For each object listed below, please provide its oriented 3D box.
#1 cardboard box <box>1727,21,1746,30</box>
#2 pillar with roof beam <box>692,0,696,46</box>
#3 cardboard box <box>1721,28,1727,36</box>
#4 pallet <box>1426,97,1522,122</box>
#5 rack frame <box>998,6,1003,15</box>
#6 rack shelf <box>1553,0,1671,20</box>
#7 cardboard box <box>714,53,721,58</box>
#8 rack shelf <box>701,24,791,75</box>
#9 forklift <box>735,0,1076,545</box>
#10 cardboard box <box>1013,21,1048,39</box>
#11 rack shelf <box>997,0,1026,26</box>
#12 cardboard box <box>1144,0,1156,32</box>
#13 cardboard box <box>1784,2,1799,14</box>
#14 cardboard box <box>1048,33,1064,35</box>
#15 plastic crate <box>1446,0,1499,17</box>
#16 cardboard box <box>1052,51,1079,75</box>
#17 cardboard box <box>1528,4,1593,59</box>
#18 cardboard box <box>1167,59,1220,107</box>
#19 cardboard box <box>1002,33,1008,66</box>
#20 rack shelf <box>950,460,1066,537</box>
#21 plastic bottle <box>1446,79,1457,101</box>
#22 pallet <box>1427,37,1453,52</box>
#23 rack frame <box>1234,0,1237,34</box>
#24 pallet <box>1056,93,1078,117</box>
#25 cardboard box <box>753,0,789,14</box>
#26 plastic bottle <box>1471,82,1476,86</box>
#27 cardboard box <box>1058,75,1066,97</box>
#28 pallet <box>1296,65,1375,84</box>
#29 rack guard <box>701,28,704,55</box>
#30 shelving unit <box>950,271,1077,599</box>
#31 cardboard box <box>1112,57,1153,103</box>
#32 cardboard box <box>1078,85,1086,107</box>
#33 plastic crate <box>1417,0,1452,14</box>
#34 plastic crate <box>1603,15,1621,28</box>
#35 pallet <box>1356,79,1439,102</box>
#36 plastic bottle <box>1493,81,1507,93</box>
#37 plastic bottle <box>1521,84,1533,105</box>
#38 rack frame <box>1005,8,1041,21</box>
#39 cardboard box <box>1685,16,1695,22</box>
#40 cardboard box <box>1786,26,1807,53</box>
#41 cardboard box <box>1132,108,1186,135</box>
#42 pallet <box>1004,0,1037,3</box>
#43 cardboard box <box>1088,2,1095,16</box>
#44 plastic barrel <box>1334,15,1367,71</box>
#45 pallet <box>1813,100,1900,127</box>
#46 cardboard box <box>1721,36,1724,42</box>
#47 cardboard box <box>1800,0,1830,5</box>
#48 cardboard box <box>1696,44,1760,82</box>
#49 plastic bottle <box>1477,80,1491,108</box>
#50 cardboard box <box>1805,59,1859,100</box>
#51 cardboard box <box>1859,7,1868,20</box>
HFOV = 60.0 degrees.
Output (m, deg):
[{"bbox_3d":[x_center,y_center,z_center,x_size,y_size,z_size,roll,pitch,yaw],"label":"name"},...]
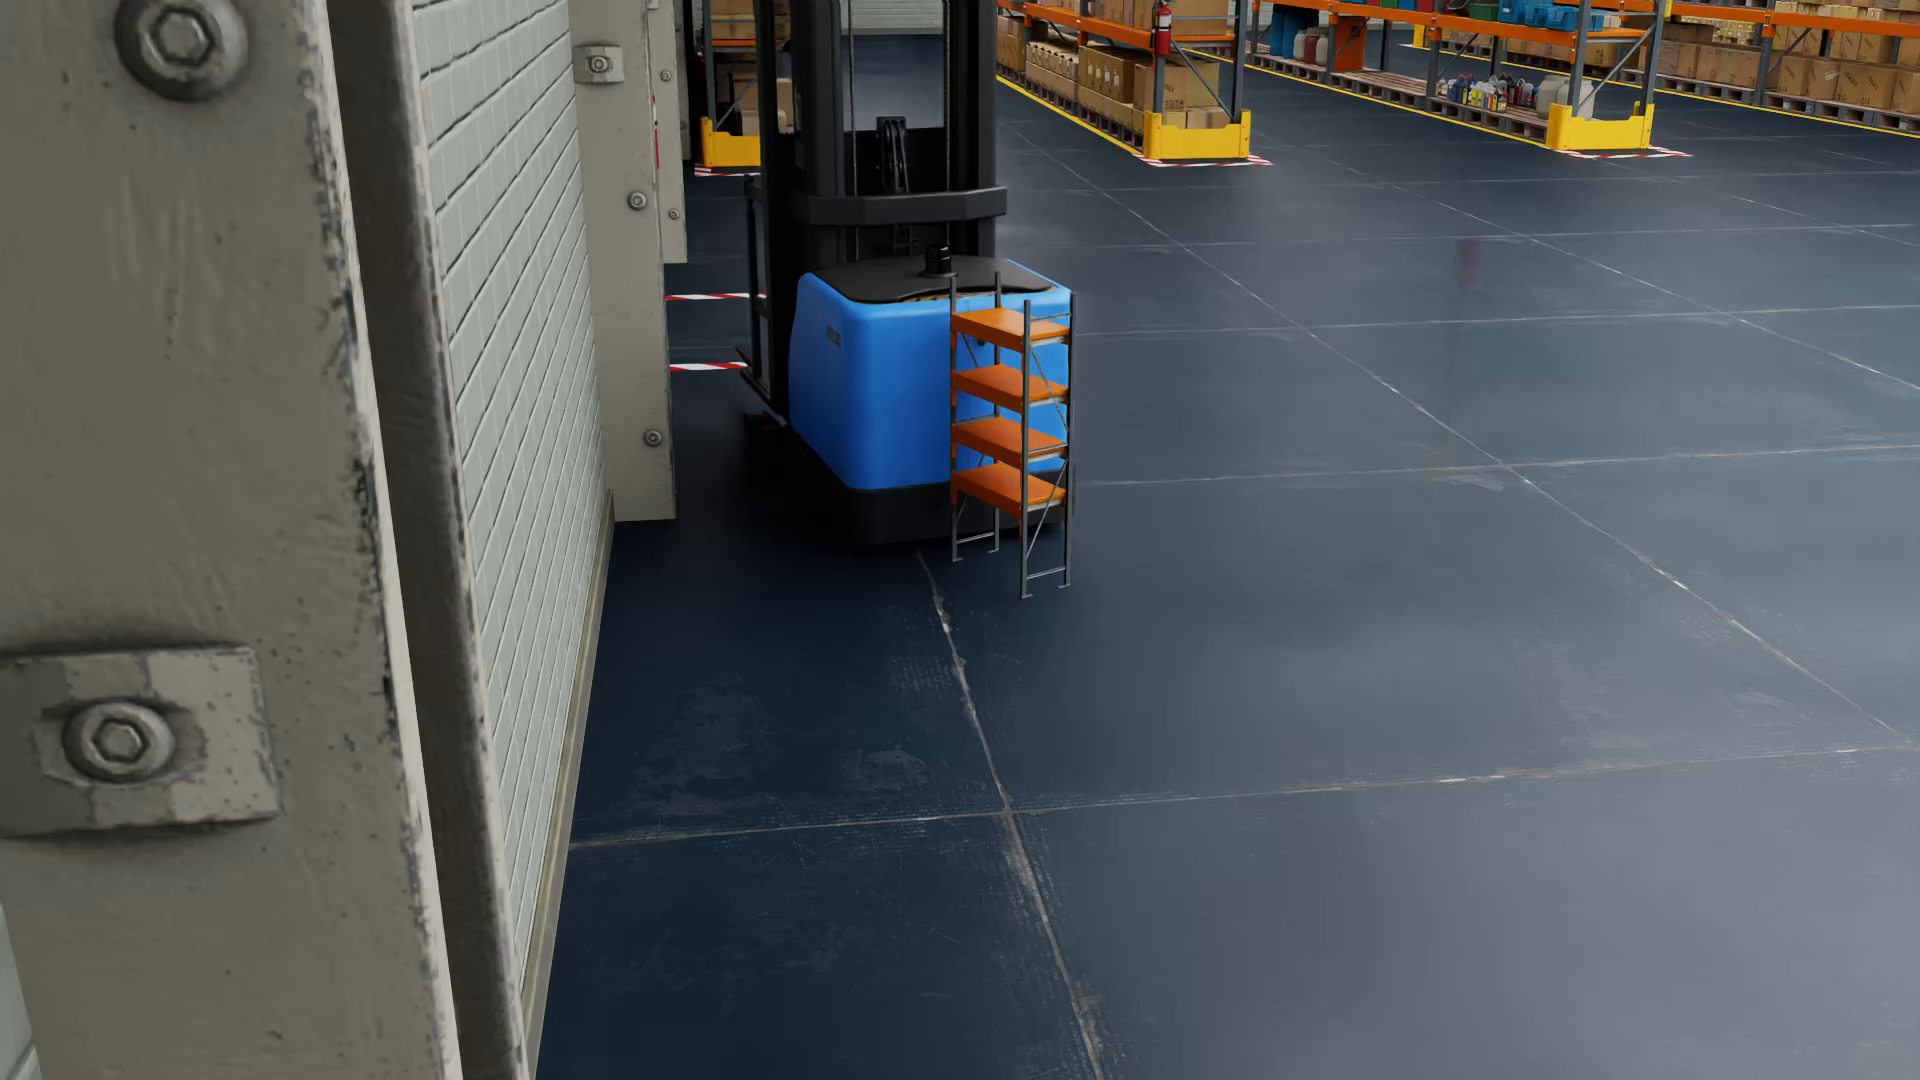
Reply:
[{"bbox_3d":[15.240,-10.060,32.489,0.380,0.149,0.250,-3,21,-8],"label":"cardboard box"},{"bbox_3d":[-1.521,-14.977,34.455,9.100,9.000,0.400,-3,21,-8],"label":"pillar with roof beam"},{"bbox_3d":[15.262,-10.008,32.775,0.380,0.149,0.250,-3,21,-7],"label":"cardboard box"},{"bbox_3d":[7.053,-5.862,22.611,1.003,0.211,1.213,-3,21,-8],"label":"pallet"},{"bbox_3d":[0.365,-11.310,33.210,1.000,3.000,0.127,-3,21,-8],"label":"rack frame"},{"bbox_3d":[11.034,-9.394,29.108,1.077,0.370,4.000,-3,21,-8],"label":"rack shelf"},{"bbox_3d":[-3.168,-6.722,23.871,0.700,0.500,0.500,-3,21,-8],"label":"cardboard box"},{"bbox_3d":[-2.518,-5.874,19.685,1.077,0.370,4.000,-3,21,-8],"label":"rack shelf"},{"bbox_3d":[-0.467,-1.832,7.933,1.130,2.935,3.031,-7,22,-18],"label":"forklift"},{"bbox_3d":[1.139,-8.257,26.910,0.500,0.250,0.500,-2,21,-6],"label":"cardboard box"},{"bbox_3d":[1.230,-8.895,27.773,1.077,0.370,4.000,-3,21,-8],"label":"rack shelf"},{"bbox_3d":[2.537,-6.161,19.281,0.700,0.500,0.500,-2,21,-6],"label":"cardboard box"},{"bbox_3d":[11.655,-7.359,22.990,0.380,0.149,0.250,-3,21,-8],"label":"cardboard box"},{"bbox_3d":[1.507,-8.282,28.048,0.500,0.500,0.500,-4,21,-10],"label":"cardboard box"},{"bbox_3d":[6.947,-7.187,22.259,0.767,0.338,0.504,-3,21,-8],"label":"plastic crate"},{"bbox_3d":[1.602,-6.805,23.676,0.500,0.311,0.500,-3,21,-8],"label":"cardboard box"},{"bbox_3d":[10.987,-9.094,29.715,1.225,0.875,0.875,-4,21,-10],"label":"cardboard box"},{"bbox_3d":[2.741,-5.400,19.644,0.500,0.500,0.500,-3,21,-8],"label":"cardboard box"},{"bbox_3d":[0.996,-8.247,27.955,0.500,0.500,0.500,-4,21,-10],"label":"cardboard box"},{"bbox_3d":[0.201,-0.175,6.729,0.258,0.148,0.480,-14,24,-32],"label":"rack shelf"},{"bbox_3d":[6.683,-6.090,22.500,0.152,0.276,0.135,-2,21,-6],"label":"plastic bottle"},{"bbox_3d":[10.362,-10.229,34.301,1.003,0.211,1.213,-3,21,-8],"label":"pallet"},{"bbox_3d":[5.268,-11.558,33.875,1.000,3.000,0.127,-3,21,-8],"label":"rack frame"},{"bbox_3d":[1.950,-6.102,23.251,1.003,0.211,1.213,-3,21,-8],"label":"pallet"},{"bbox_3d":[-2.001,-5.990,18.080,0.500,0.500,0.500,-3,21,-8],"label":"cardboard box"},{"bbox_3d":[6.844,-5.987,22.229,0.097,0.271,0.097,0,20,0],"label":"plastic bottle"},{"bbox_3d":[1.677,-6.368,23.307,0.500,0.250,0.500,-3,21,-9],"label":"cardboard box"},{"bbox_3d":[6.266,-7.753,27.672,1.003,0.211,1.213,-3,21,-8],"label":"pallet"},{"bbox_3d":[-4.539,-9.896,32.997,1.175,0.500,0.348,-3,21,-8],"label":"rack guard"},{"bbox_3d":[0.201,-0.424,6.636,0.258,1.200,0.503,-14,24,-32],"label":"shelving unit"},{"bbox_3d":[2.141,-5.546,20.036,0.500,0.500,0.500,-3,21,-8],"label":"cardboard box"},{"bbox_3d":[1.862,-5.888,22.022,0.500,0.250,0.500,-3,21,-8],"label":"cardboard box"},{"bbox_3d":[6.625,-7.586,23.147,0.402,0.464,0.583,-3,21,-8],"label":"plastic crate"},{"bbox_3d":[7.763,-6.221,19.962,0.298,0.136,0.250,-3,21,-8],"label":"plastic crate"},{"bbox_3d":[6.667,-6.790,25.095,1.003,0.211,1.213,-3,21,-8],"label":"pallet"},{"bbox_3d":[7.260,-6.042,22.371,0.152,0.276,0.135,-3,21,-8],"label":"plastic bottle"},{"bbox_3d":[7.469,-5.890,21.964,0.152,0.276,0.135,-3,21,-7],"label":"plastic bottle"},{"bbox_3d":[0.942,-9.925,29.502,1.000,3.000,0.127,-3,21,-8],"label":"rack frame"},{"bbox_3d":[15.048,-10.603,33.942,0.380,0.149,0.250,-2,21,-6],"label":"cardboard box"},{"bbox_3d":[15.590,-9.212,30.565,0.500,0.500,0.500,-2,21,-5],"label":"cardboard box"},{"bbox_3d":[2.302,-4.849,19.242,0.500,0.250,0.500,-3,21,-8],"label":"cardboard box"},{"bbox_3d":[1.352,-8.681,26.446,1.213,0.211,1.003,-3,21,-8],"label":"pallet"},{"bbox_3d":[1.981,-7.253,22.562,0.500,0.250,0.500,-2,21,-4],"label":"cardboard box"},{"bbox_3d":[6.333,-8.137,27.216,0.600,0.830,0.708,-3,21,-8],"label":"plastic barrel"},{"bbox_3d":[12.210,-5.693,22.156,1.003,0.211,1.213,-3,21,-8],"label":"pallet"},{"bbox_3d":[15.300,-9.898,32.904,0.380,0.149,0.250,-3,21,-9],"label":"cardboard box"},{"bbox_3d":[11.940,-7.506,22.456,0.875,0.500,0.500,-3,21,-8],"label":"cardboard box"},{"bbox_3d":[11.700,-7.262,25.315,0.700,0.500,0.500,-5,21,-12],"label":"cardboard box"},{"bbox_3d":[6.818,-5.791,21.592,0.144,0.351,0.185,-2,21,-6],"label":"plastic bottle"},{"bbox_3d":[12.007,-6.340,22.877,0.500,0.500,0.500,4,21,9],"label":"cardboard box"},{"bbox_3d":[11.942,-6.843,21.609,0.380,0.149,0.250,-3,21,-8],"label":"cardboard box"}]
